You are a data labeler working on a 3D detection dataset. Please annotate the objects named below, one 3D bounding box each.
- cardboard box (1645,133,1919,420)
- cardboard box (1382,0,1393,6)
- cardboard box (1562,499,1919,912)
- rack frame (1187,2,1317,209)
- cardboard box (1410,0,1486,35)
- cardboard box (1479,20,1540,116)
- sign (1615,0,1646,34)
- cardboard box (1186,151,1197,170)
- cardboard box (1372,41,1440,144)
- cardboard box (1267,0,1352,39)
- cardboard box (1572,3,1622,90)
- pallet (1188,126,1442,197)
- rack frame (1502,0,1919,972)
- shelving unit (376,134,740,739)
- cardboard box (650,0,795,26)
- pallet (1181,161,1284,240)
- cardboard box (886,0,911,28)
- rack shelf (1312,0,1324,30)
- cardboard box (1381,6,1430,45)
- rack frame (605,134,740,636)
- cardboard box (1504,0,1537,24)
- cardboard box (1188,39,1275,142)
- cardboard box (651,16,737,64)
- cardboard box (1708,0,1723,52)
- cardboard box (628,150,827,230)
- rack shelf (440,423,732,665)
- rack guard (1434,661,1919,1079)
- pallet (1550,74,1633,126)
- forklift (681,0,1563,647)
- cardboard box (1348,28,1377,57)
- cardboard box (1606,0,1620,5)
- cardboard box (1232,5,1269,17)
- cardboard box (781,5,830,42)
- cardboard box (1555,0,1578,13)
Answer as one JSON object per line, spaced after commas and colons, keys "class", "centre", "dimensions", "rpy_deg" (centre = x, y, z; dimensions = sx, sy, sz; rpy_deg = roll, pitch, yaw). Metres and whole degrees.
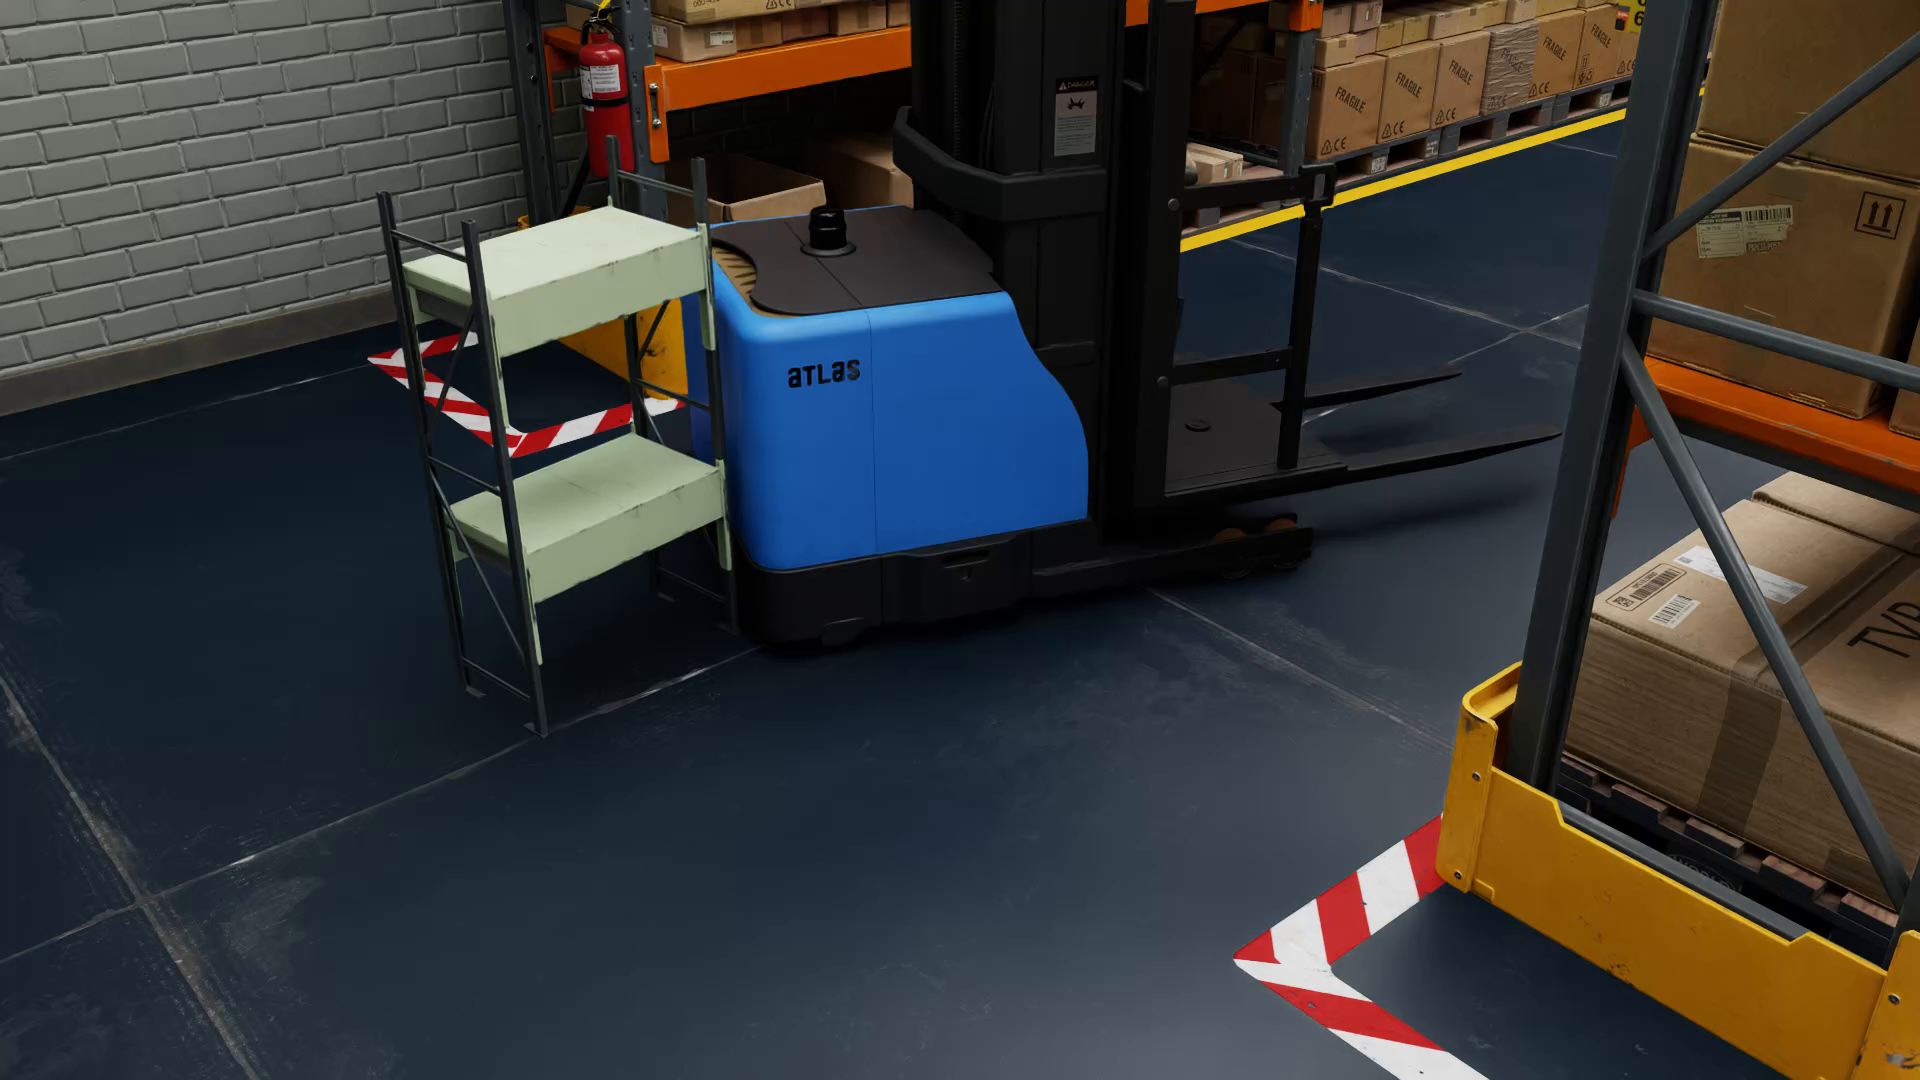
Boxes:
{"class": "cardboard box", "centre": [1.894, -0.630, 3.641], "dimensions": [0.500, 0.500, 0.500], "rpy_deg": [-22, 35, -35]}
{"class": "cardboard box", "centre": [2.409, -3.243, 10.155], "dimensions": [0.250, 0.149, 0.380], "rpy_deg": [-21, 34, -34]}
{"class": "cardboard box", "centre": [2.136, 0.363, 4.161], "dimensions": [0.875, 0.438, 0.875], "rpy_deg": [-23, 36, -37]}
{"class": "rack frame", "centre": [1.518, -3.346, 8.829], "dimensions": [0.127, 3.000, 1.000], "rpy_deg": [-22, 35, -35]}
{"class": "cardboard box", "centre": [2.916, -3.151, 9.982], "dimensions": [0.250, 0.149, 0.380], "rpy_deg": [-20, 34, -33]}
{"class": "cardboard box", "centre": [3.211, -2.970, 10.332], "dimensions": [0.500, 0.500, 0.500], "rpy_deg": [-23, 36, -37]}
{"class": "sign", "centre": [1.357, -1.158, 3.254], "dimensions": [0.005, 0.325, 0.100], "rpy_deg": [-22, 35, -35]}
{"class": "cardboard box", "centre": [1.013, -1.940, 8.654], "dimensions": [0.258, 0.266, 0.396], "rpy_deg": [-20, 34, -33]}
{"class": "cardboard box", "centre": [2.430, -2.663, 9.756], "dimensions": [0.500, 0.500, 0.500], "rpy_deg": [-22, 35, -36]}
{"class": "cardboard box", "centre": [1.924, -2.882, 9.163], "dimensions": [0.250, 0.149, 0.380], "rpy_deg": [-23, 35, -36]}
{"class": "cardboard box", "centre": [3.991, -3.297, 10.943], "dimensions": [0.500, 0.500, 0.500], "rpy_deg": [-23, 35, -36]}
{"class": "pallet", "centre": [2.112, -2.379, 9.977], "dimensions": [1.213, 0.211, 1.003], "rpy_deg": [-22, 35, -35]}
{"class": "rack frame", "centre": [1.699, -0.344, 3.211], "dimensions": [0.127, 3.000, 1.000], "rpy_deg": [-22, 35, -35]}
{"class": "shelving unit", "centre": [-1.086, -0.295, 4.711], "dimensions": [0.431, 1.500, 0.755], "rpy_deg": [22, 35, 35]}
{"class": "cardboard box", "centre": [-1.005, -2.230, 6.583], "dimensions": [0.500, 0.250, 0.500], "rpy_deg": [-22, 35, -35]}
{"class": "pallet", "centre": [0.994, -1.906, 9.094], "dimensions": [1.213, 0.211, 1.003], "rpy_deg": [-22, 35, -35]}
{"class": "cardboard box", "centre": [-0.326, -2.340, 7.212], "dimensions": [0.250, 0.149, 0.380], "rpy_deg": [-21, 35, -34]}
{"class": "rack shelf", "centre": [3.039, -3.641, 10.143], "dimensions": [4.000, 0.370, 1.077], "rpy_deg": [-22, 35, -35]}
{"class": "cardboard box", "centre": [2.511, -3.013, 9.724], "dimensions": [0.250, 0.149, 0.380], "rpy_deg": [-23, 35, -36]}
{"class": "rack frame", "centre": [-0.848, -0.426, 4.956], "dimensions": [0.400, 1.500, 0.023], "rpy_deg": [22, 35, 35]}
{"class": "cardboard box", "centre": [3.322, -3.301, 10.263], "dimensions": [0.250, 0.149, 0.380], "rpy_deg": [-24, 36, -37]}
{"class": "cardboard box", "centre": [1.699, -2.685, 9.798], "dimensions": [0.500, 0.500, 0.500], "rpy_deg": [-22, 35, -35]}
{"class": "cardboard box", "centre": [-1.097, -2.014, 6.602], "dimensions": [0.250, 0.149, 0.380], "rpy_deg": [-22, 35, -35]}
{"class": "cardboard box", "centre": [5.044, -3.893, 11.927], "dimensions": [0.625, 0.625, 0.875], "rpy_deg": [-21, 34, -33]}
{"class": "cardboard box", "centre": [-0.999, -1.360, 7.315], "dimensions": [0.637, 0.503, 0.797], "rpy_deg": [-24, 36, -37]}
{"class": "rack shelf", "centre": [-1.086, -0.008, 4.865], "dimensions": [0.431, 0.370, 0.720], "rpy_deg": [22, 35, 35]}
{"class": "rack guard", "centre": [1.681, 0.766, 3.786], "dimensions": [0.348, 0.500, 1.175], "rpy_deg": [-22, 35, -35]}
{"class": "pallet", "centre": [3.968, -3.125, 11.374], "dimensions": [1.213, 0.211, 1.003], "rpy_deg": [-22, 35, -35]}
{"class": "forklift", "centre": [0.647, -1.386, 5.233], "dimensions": [3.031, 2.935, 1.130], "rpy_deg": [-10, 30, -18]}
{"class": "cardboard box", "centre": [2.124, -2.842, 9.403], "dimensions": [0.250, 0.149, 0.380], "rpy_deg": [-23, 36, -36]}
{"class": "cardboard box", "centre": [4.162, -3.602, 10.826], "dimensions": [0.250, 0.149, 0.380], "rpy_deg": [-24, 36, -37]}
{"class": "cardboard box", "centre": [1.807, -3.013, 9.724], "dimensions": [0.250, 0.149, 0.380], "rpy_deg": [-22, 35, -35]}
{"class": "cardboard box", "centre": [-0.756, -2.201, 6.953], "dimensions": [0.250, 0.149, 0.380], "rpy_deg": [-22, 35, -36]}
{"class": "cardboard box", "centre": [3.702, -3.473, 10.584], "dimensions": [0.250, 0.149, 0.380], "rpy_deg": [-21, 34, -34]}
